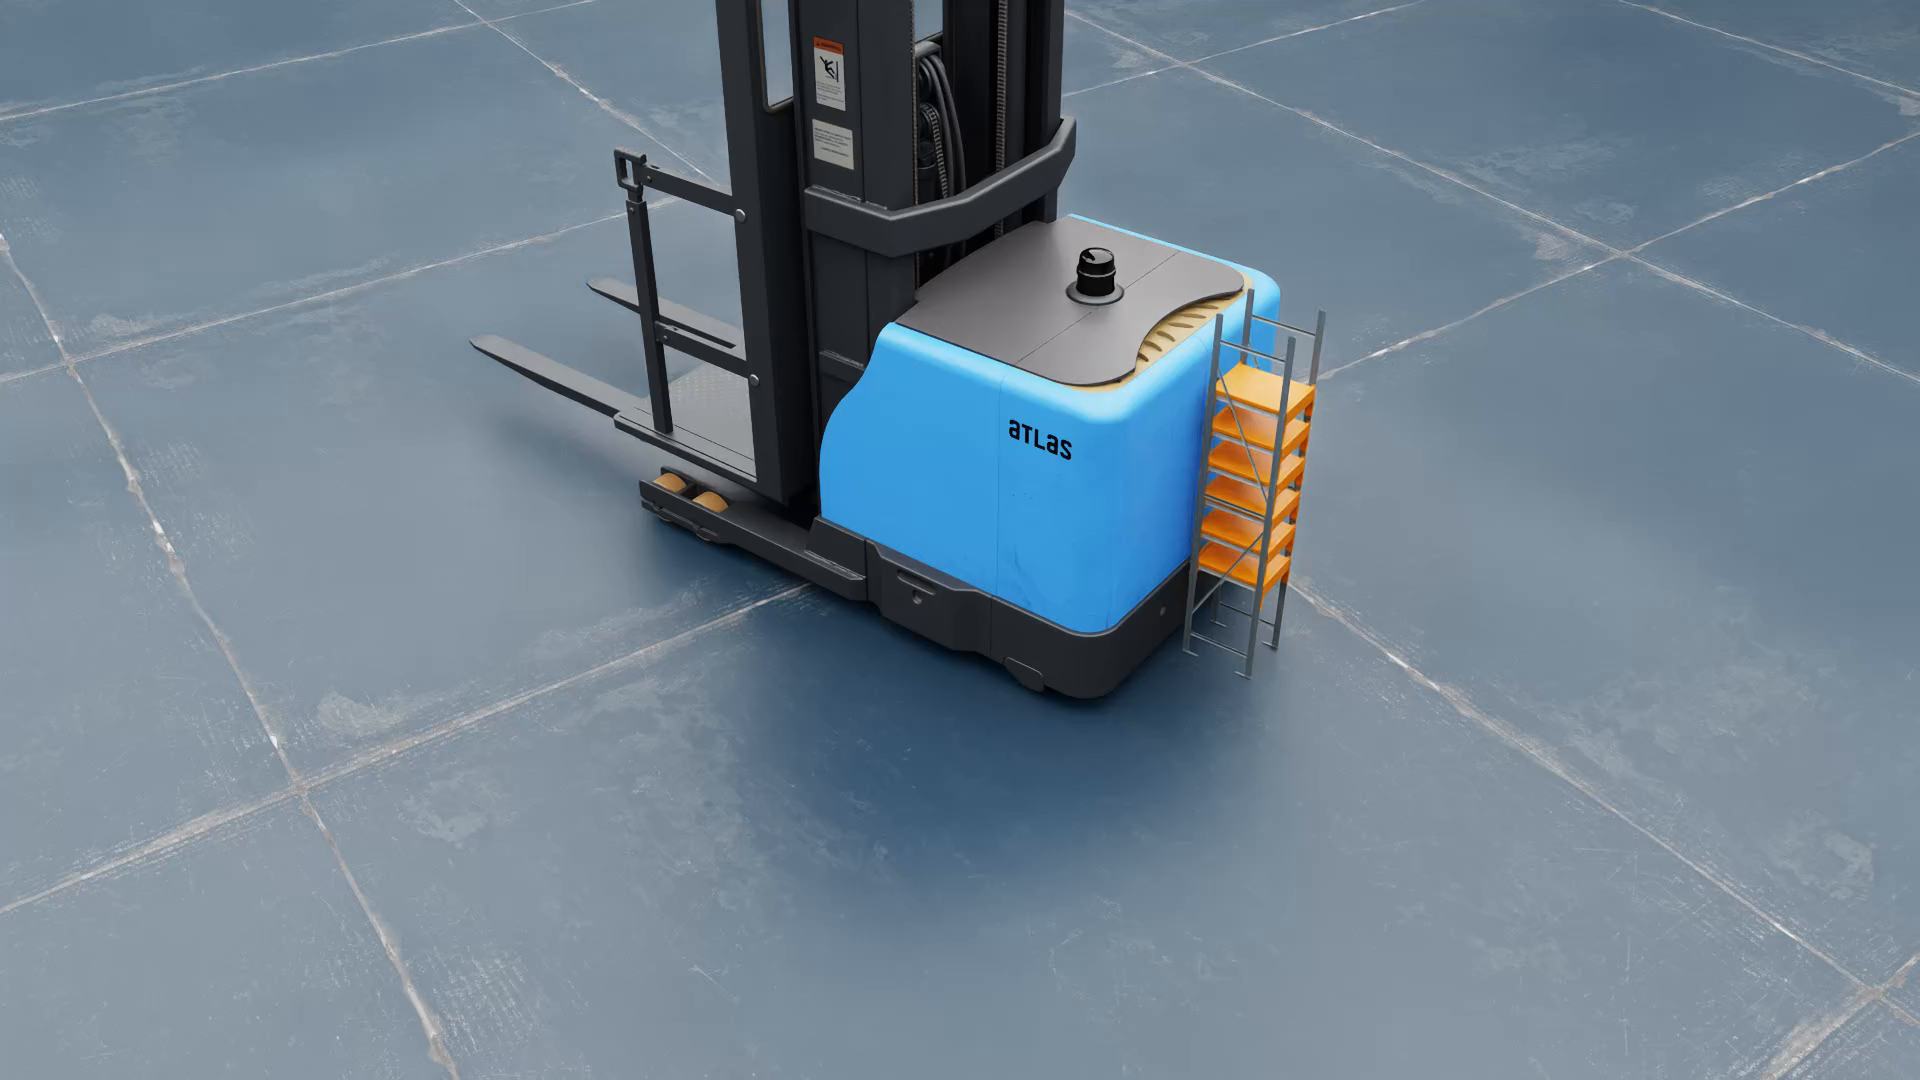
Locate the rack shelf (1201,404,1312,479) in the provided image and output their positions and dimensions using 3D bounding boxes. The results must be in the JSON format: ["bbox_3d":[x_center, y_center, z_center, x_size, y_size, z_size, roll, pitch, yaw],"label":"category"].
[{"bbox_3d":[0.855,-0.298,4.801,0.258,0.103,0.180,23,42,28],"label":"rack shelf"}]

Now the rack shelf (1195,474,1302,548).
[{"bbox_3d":[0.855,-0.103,4.942,0.258,0.103,0.180,23,42,28],"label":"rack shelf"}]

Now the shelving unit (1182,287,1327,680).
[{"bbox_3d":[0.855,-0.139,4.916,0.258,1.200,0.189,23,42,28],"label":"shelving unit"}]

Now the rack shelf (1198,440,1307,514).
[{"bbox_3d":[0.855,-0.200,4.872,0.258,0.103,0.180,23,42,28],"label":"rack shelf"}]

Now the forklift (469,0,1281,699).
[{"bbox_3d":[-0.497,-1.409,5.198,3.031,2.935,1.130,24,42,29],"label":"forklift"}]

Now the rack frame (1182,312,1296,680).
[{"bbox_3d":[0.802,-0.096,4.855,0.240,1.200,0.006,23,42,28],"label":"rack frame"}]

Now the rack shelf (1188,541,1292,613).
[{"bbox_3d":[0.855,0.092,5.082,0.258,0.103,0.180,23,42,28],"label":"rack shelf"}]

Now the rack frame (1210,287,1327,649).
[{"bbox_3d":[0.909,-0.182,4.976,0.240,1.200,0.006,23,42,28],"label":"rack frame"}]

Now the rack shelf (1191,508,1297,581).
[{"bbox_3d":[0.855,-0.005,5.012,0.258,0.103,0.180,23,42,28],"label":"rack shelf"}]

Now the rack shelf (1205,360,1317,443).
[{"bbox_3d":[0.855,-0.395,4.731,0.258,0.103,0.180,23,42,28],"label":"rack shelf"}]
